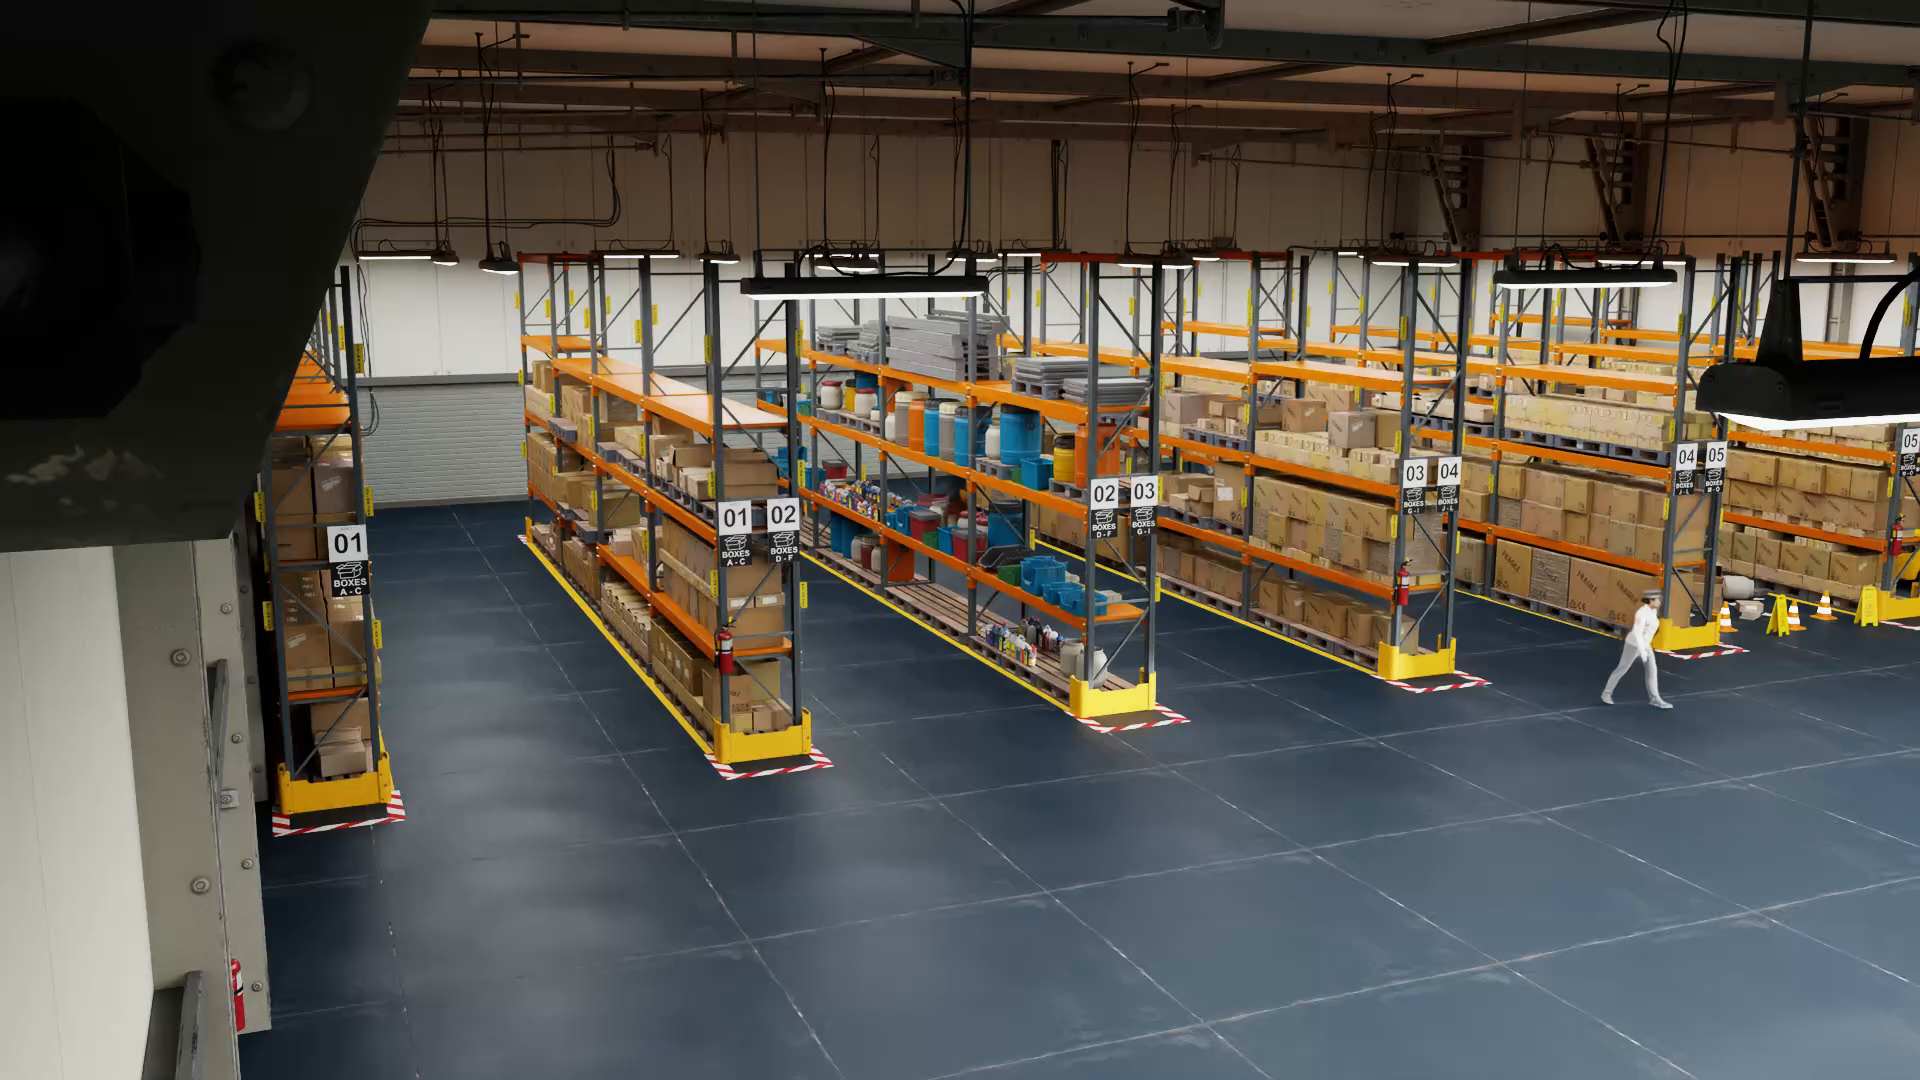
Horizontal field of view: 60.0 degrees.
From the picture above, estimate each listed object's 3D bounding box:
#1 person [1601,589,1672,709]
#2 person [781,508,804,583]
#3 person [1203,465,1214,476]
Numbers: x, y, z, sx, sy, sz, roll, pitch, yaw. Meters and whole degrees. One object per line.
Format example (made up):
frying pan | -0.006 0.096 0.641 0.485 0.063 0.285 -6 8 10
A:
person | 9.230 1.456 22.564 0.851 1.626 0.635 10 14 44
person | -3.198 -0.016 30.622 0.655 1.650 0.721 -5 11 -25
person | 6.486 -2.215 42.169 0.696 1.784 0.642 -6 12 -28
